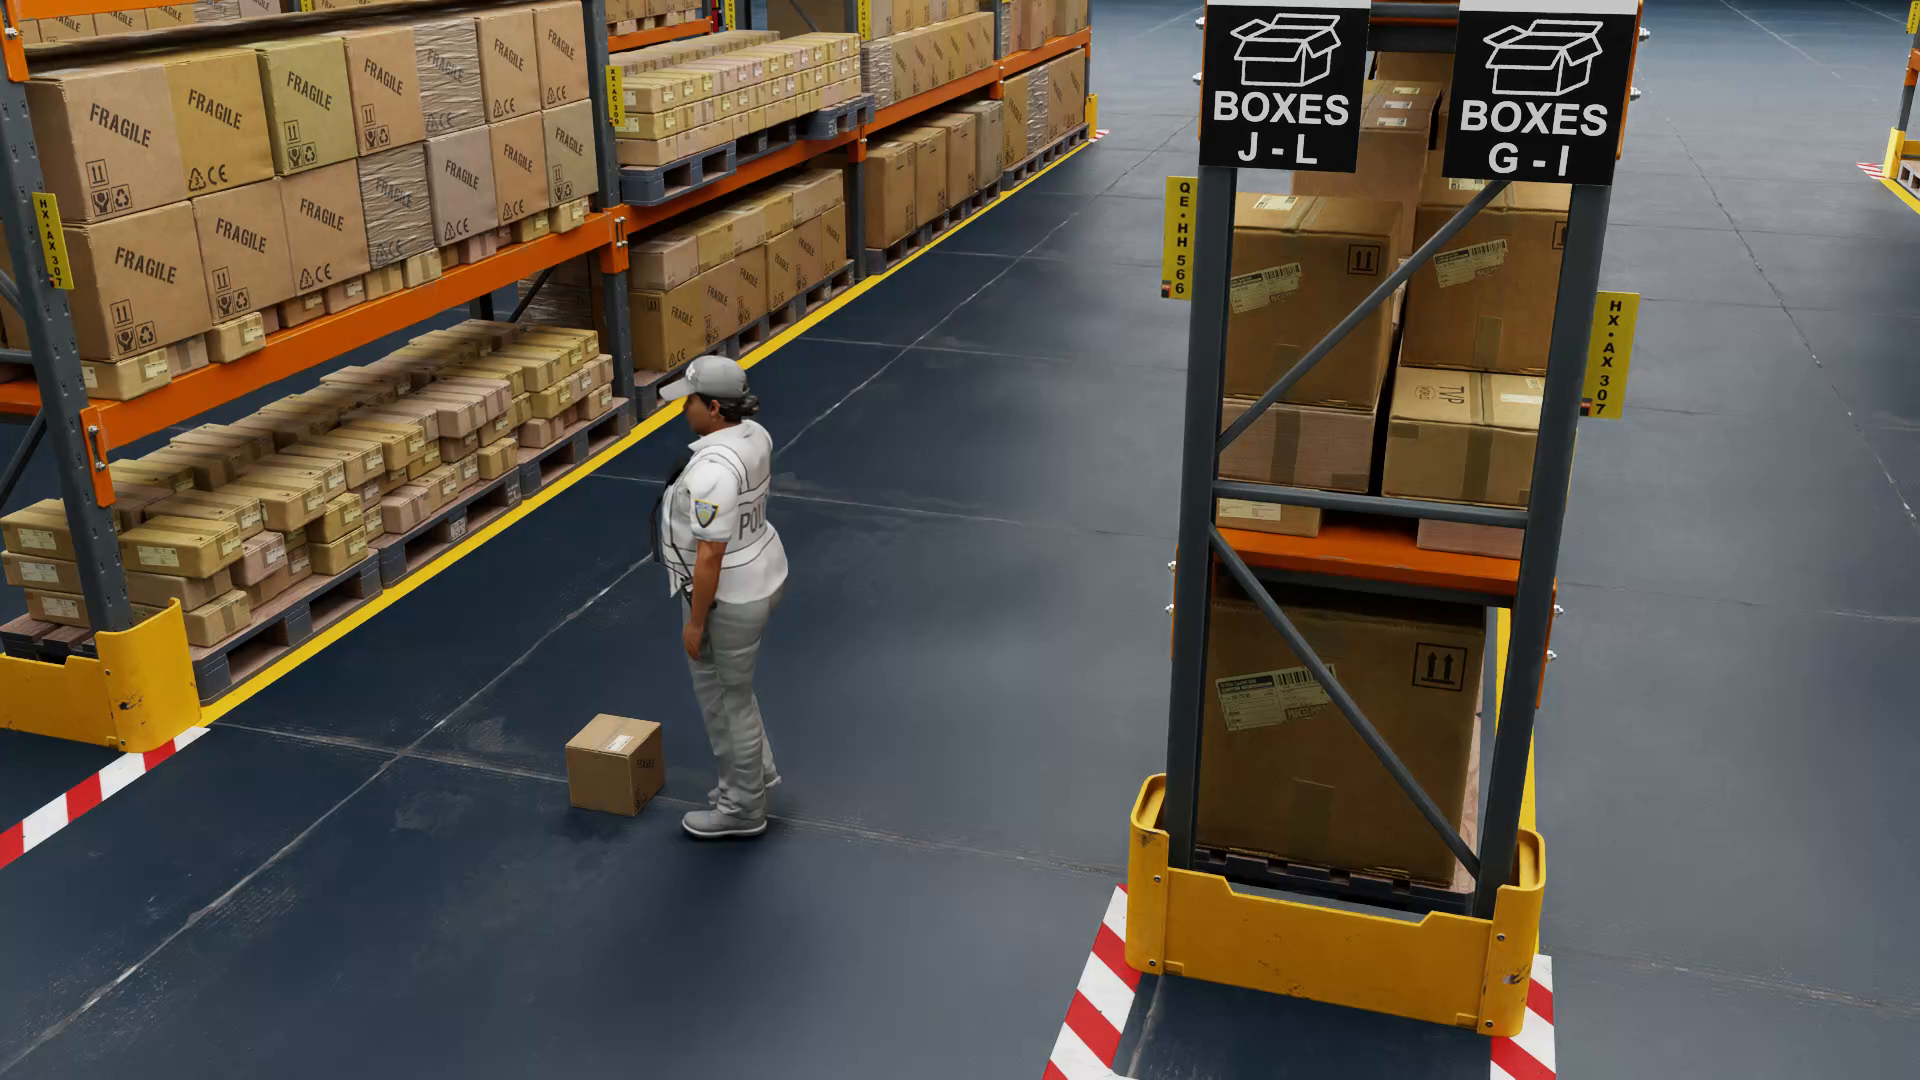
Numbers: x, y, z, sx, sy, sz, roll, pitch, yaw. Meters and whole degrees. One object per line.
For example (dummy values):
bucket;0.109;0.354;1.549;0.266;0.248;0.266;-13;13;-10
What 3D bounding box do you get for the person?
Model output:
person;-0.790;0.206;5.577;0.365;1.704;0.513;4;22;10
